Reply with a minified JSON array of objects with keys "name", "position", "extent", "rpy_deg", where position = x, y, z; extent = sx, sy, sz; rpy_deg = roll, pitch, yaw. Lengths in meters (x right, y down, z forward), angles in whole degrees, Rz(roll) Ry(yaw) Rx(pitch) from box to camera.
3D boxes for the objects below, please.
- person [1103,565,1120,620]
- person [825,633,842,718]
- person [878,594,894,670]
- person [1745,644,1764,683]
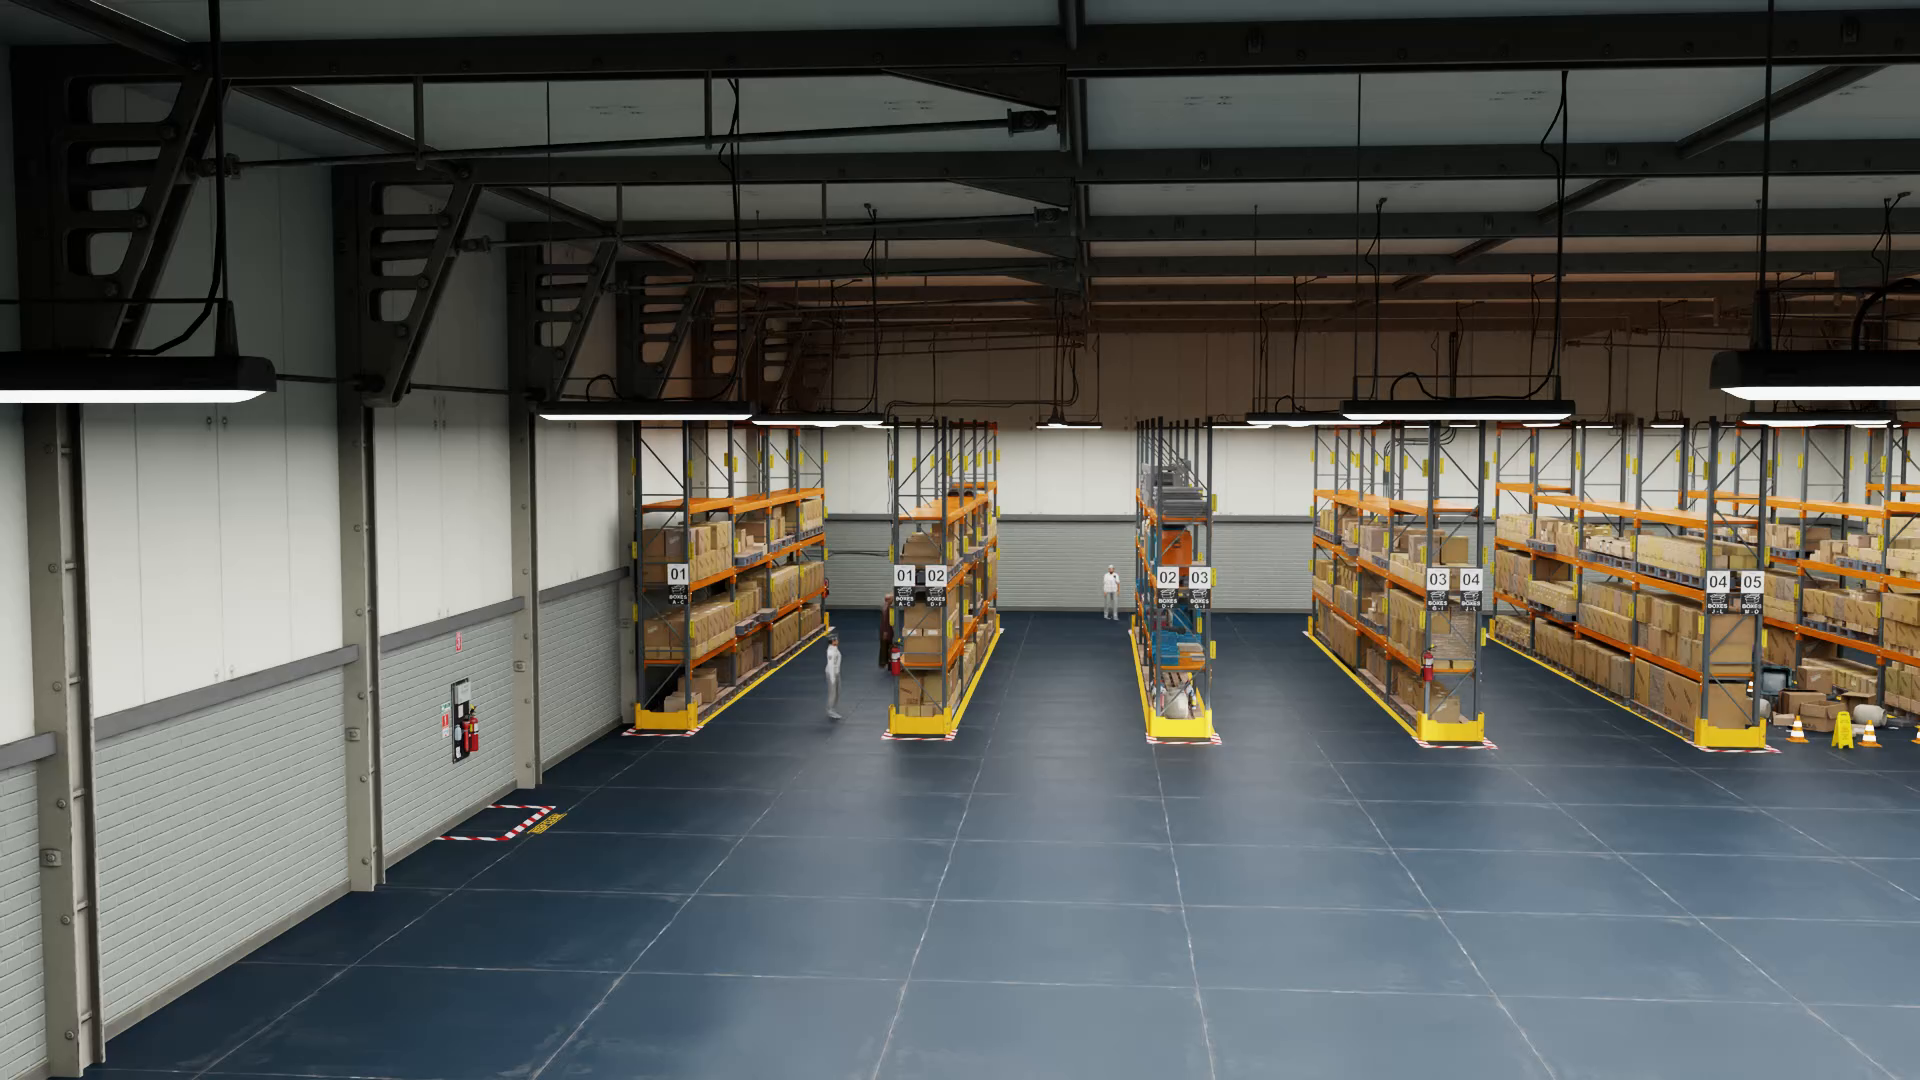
[{"name":"person","position":[4.621,1.604,50.602],"extent":[0.491,1.682,0.500],"rpy_deg":[-1,4,-13]},{"name":"person","position":[-2.534,2.742,33.389],"extent":[0.352,1.755,0.560],"rpy_deg":[0,4,5]},{"name":"person","position":[-1.714,2.188,39.780],"extent":[0.472,1.800,0.614],"rpy_deg":[1,4,12]},{"name":"person","position":[17.800,2.488,37.354],"extent":[0.540,1.550,0.876],"rpy_deg":[0,4,-4]}]
